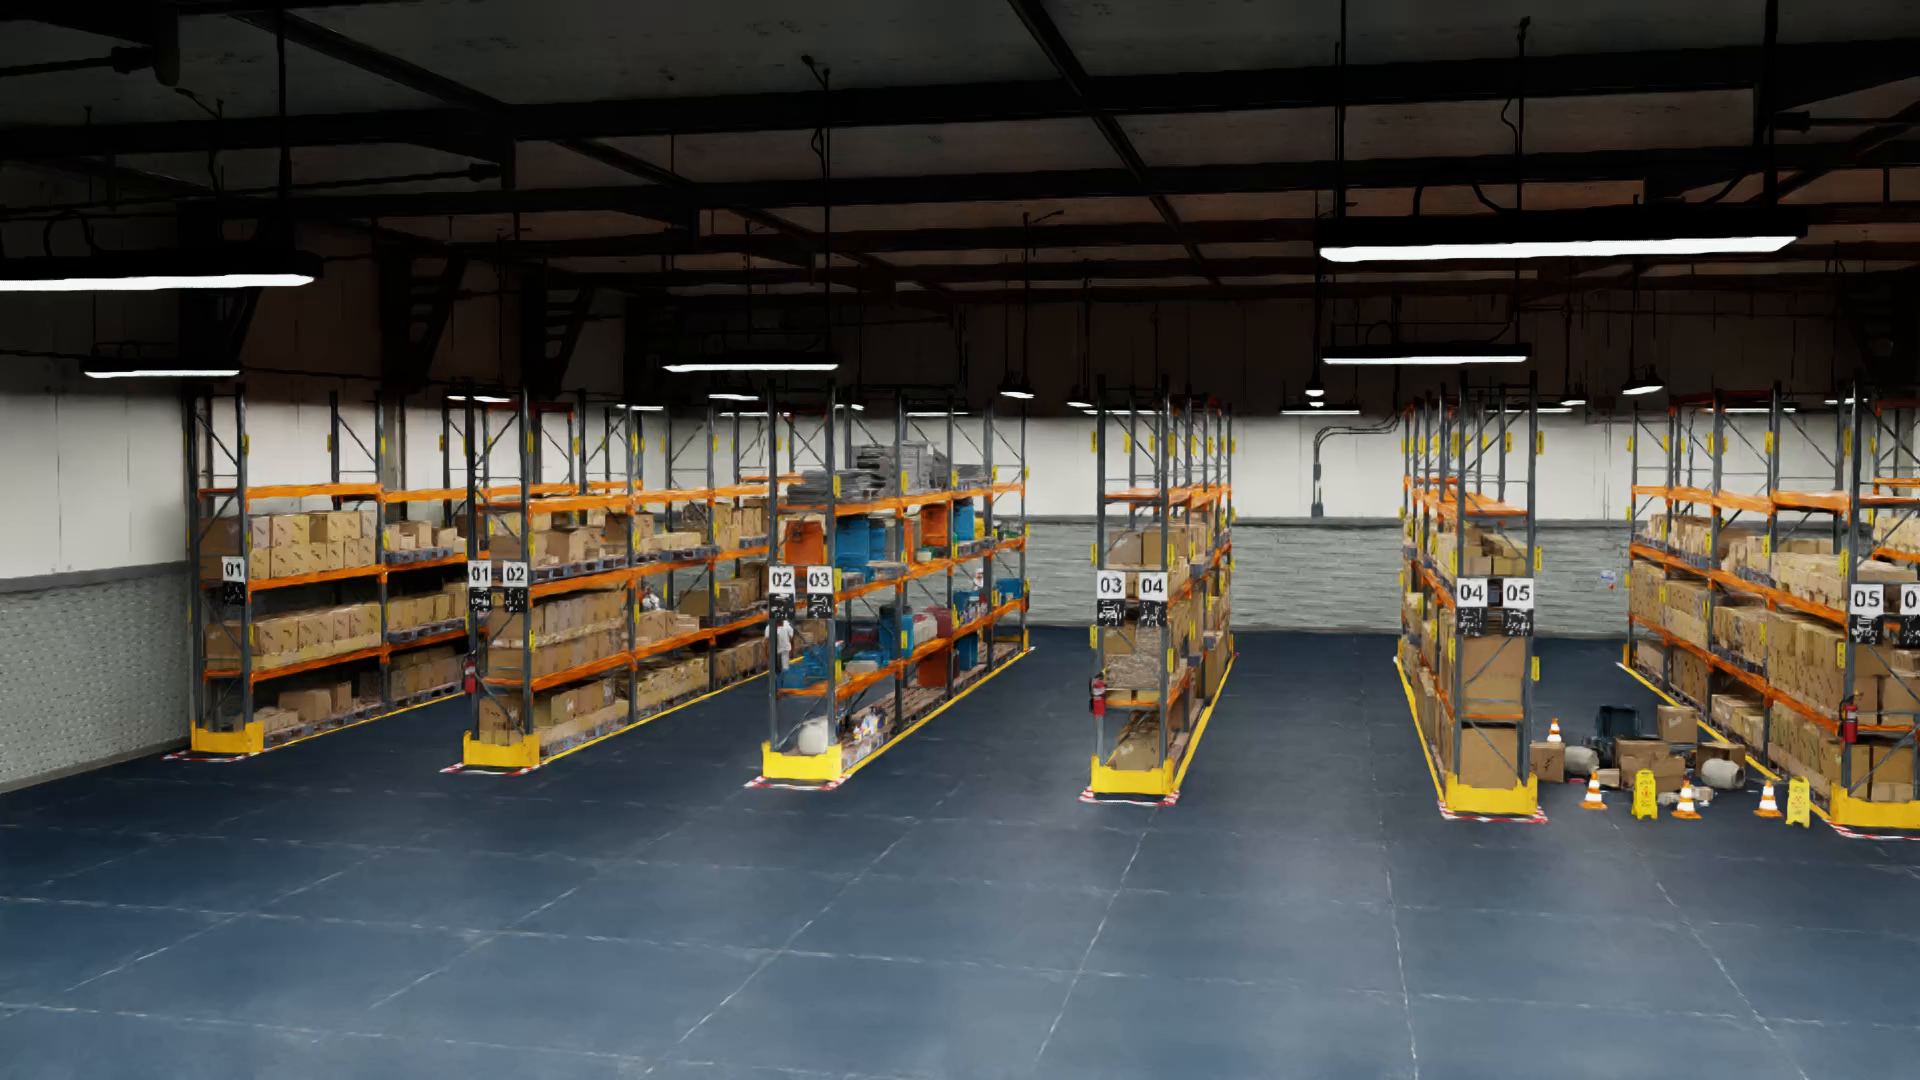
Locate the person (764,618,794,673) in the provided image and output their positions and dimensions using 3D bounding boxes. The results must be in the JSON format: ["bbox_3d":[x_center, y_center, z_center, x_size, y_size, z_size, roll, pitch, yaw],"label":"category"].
[{"bbox_3d":[-3.652,2.224,33.521,0.571,1.706,1.033,0,3,5],"label":"person"}]

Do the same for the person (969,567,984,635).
[{"bbox_3d":[0.373,1.611,43.821,0.720,1.786,0.494,-2,4,-32],"label":"person"}]

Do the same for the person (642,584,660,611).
[{"bbox_3d":[-7.526,1.865,40.530,0.502,1.624,0.997,1,3,11],"label":"person"}]
